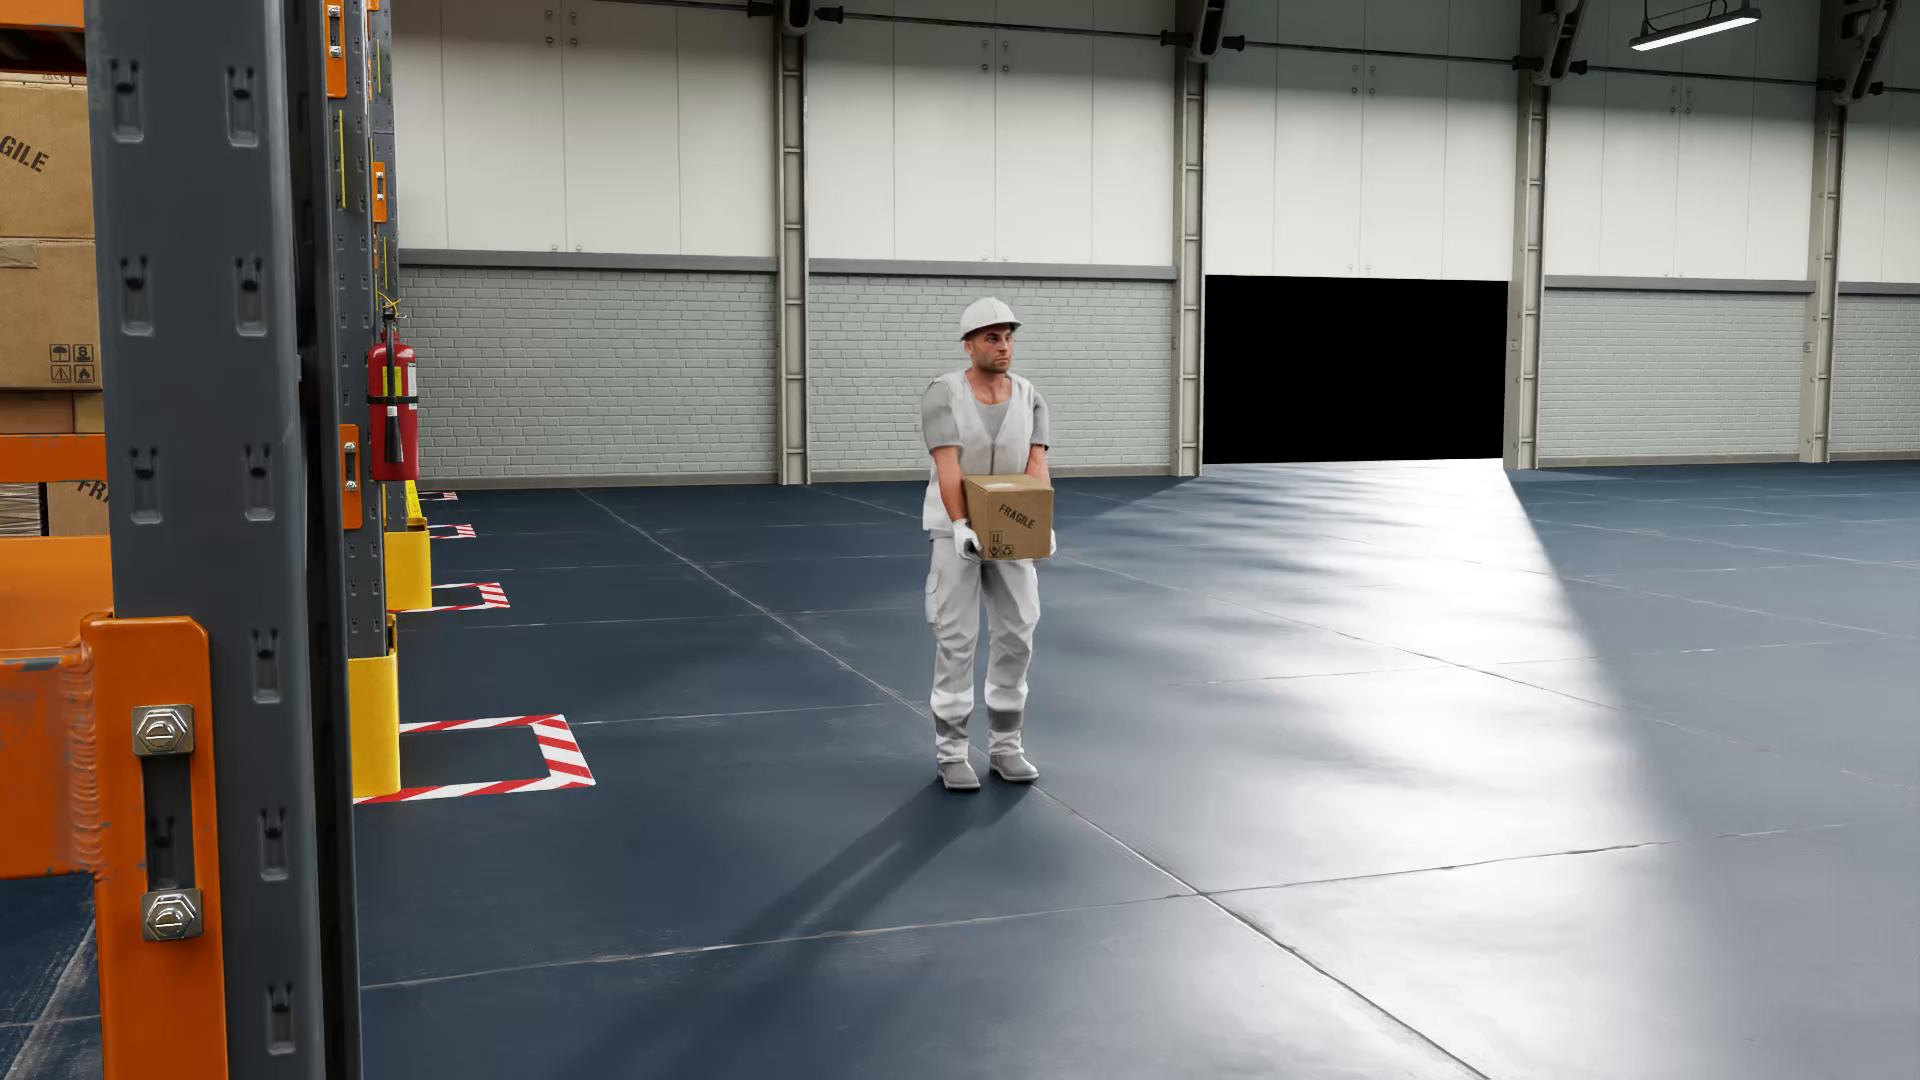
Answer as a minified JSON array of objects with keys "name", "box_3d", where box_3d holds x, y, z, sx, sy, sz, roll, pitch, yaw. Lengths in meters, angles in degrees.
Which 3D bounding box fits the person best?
[{"name":"person","box_3d":[0.115,0.011,6.061,0.495,1.781,0.563,-2,6,-20]}]
